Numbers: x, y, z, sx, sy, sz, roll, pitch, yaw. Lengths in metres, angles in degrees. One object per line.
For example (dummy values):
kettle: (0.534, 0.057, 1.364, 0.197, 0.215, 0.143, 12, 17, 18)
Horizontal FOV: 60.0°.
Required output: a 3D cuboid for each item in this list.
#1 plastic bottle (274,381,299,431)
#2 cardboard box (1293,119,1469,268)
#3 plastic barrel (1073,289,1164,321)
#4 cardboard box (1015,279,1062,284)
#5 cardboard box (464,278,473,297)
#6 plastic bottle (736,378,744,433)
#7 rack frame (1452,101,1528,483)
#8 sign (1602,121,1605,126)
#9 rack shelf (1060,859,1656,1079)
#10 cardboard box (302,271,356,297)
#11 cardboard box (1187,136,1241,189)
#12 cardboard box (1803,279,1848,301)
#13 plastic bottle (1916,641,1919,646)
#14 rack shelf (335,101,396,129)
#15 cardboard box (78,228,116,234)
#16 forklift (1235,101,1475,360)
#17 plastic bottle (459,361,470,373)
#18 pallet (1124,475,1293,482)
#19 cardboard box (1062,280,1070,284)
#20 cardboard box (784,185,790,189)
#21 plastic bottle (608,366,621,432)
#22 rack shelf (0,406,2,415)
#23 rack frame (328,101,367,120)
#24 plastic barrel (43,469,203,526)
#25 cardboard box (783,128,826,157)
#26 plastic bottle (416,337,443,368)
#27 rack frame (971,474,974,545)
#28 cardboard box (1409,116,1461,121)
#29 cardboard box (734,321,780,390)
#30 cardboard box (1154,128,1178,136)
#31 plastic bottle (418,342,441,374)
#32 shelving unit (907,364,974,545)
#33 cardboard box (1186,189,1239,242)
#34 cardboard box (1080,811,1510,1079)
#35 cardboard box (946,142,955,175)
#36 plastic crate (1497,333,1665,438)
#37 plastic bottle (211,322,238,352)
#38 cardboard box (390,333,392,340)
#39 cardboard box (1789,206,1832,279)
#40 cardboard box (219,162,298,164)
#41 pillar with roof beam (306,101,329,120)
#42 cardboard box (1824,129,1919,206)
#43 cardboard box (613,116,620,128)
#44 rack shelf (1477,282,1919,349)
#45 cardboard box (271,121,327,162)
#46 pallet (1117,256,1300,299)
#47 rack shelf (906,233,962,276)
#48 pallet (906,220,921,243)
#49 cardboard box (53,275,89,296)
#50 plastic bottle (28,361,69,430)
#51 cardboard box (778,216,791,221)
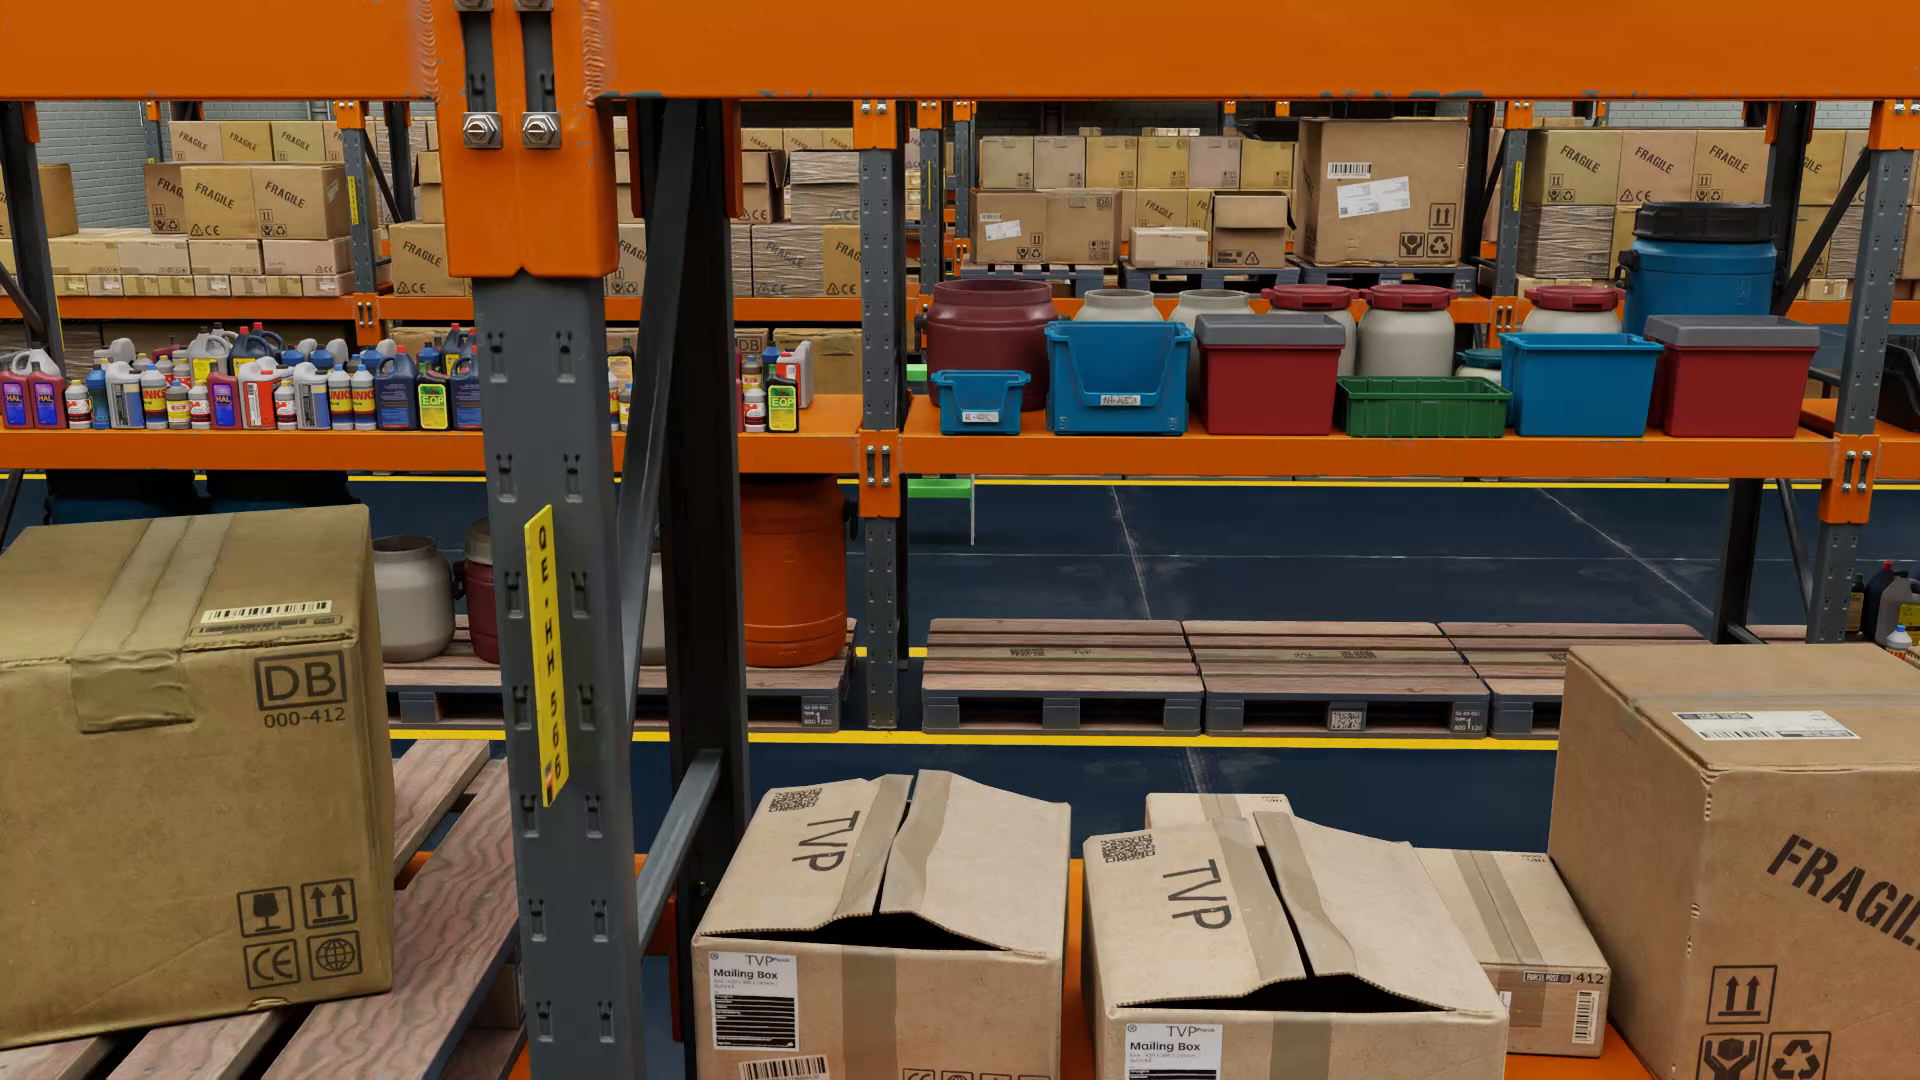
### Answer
plastic bottle: (-2.829, -0.567, 6.998, 0.097, 0.201, 0.097, 0, 15, 0)
cardboard box: (3.010, -2.522, 12.019, 1.000, 1.000, 1.000, 0, 15, 2)
plastic barrel: (0.709, -0.853, 7.473, 0.421, 0.512, 0.421, 0, 15, 0)
cardboard box: (0.636, -2.367, 17.017, 0.750, 0.750, 1.050, 0, 15, 1)
cardboard box: (-3.241, -2.019, 11.915, 0.500, 0.500, 0.500, 0, 15, 2)
plastic bottle: (-0.971, -0.590, 6.924, 0.133, 0.283, 0.061, 0, 15, 1)
rack frame: (3.801, -1.988, 11.995, 0.127, 3.000, 1.000, 0, 15, 1)
sign: (8.018, -5.060, 20.751, 0.005, 0.325, 0.100, 0, 15, 1)
rack shelf: (1.544, 0.873, 2.560, 4.000, 0.370, 1.077, 0, 15, 1)
cardboard box: (-4.510, -1.837, 11.915, 0.250, 0.149, 0.380, 0, 15, 2)
cardboard box: (2.512, -3.792, 16.676, 0.500, 0.500, 0.700, 0, 15, 2)
cardboard box: (6.007, -1.773, 11.671, 0.250, 0.149, 0.380, 0, 15, 1)
plastic bottle: (4.083, 0.530, 7.074, 0.097, 0.201, 0.097, 0, 15, 0)
rack shelf: (-6.196, -3.156, 11.951, 4.000, 0.370, 1.077, 0, 15, 1)
cardboard box: (-6.688, -2.195, 12.491, 0.500, 0.250, 0.500, 0, 15, 0)
forklift: (2.867, -2.568, 14.330, 3.031, 2.935, 1.130, 0, 15, 2)
plastic bottle: (-2.064, -0.634, 7.091, 0.133, 0.283, 0.061, 0, 15, 1)
pallet: (1.799, -0.652, 12.396, 1.213, 0.211, 1.003, 0, 15, 1)
cardboard box: (1.357, -3.465, 21.920, 0.625, 0.372, 0.950, 0, 15, 0)
cardboard box: (-1.765, -3.543, 16.391, 0.250, 0.149, 0.380, 1, 15, 4)
plastic bottle: (-1.475, -0.592, 6.956, 0.097, 0.271, 0.097, 0, 15, 0)
rack shelf: (-6.323, -0.442, 7.546, 4.000, 0.370, 1.077, 0, 15, 1)
rack frame: (-7.942, -4.593, 21.870, 0.127, 3.000, 1.000, 0, 15, 1)
plastic barrel: (-3.780, 0.043, 7.589, 0.708, 0.901, 0.600, 0, 15, 1)
cardboard box: (-1.984, -5.021, 21.335, 0.500, 0.500, 0.500, 0, 15, 1)
plastic bottle: (-2.453, -0.802, 7.730, 0.133, 0.283, 0.061, 0, 15, 1)
rack frame: (0.078, -0.580, 10.185, 0.015, 1.200, 0.240, 0, 15, 1)
cardboard box: (6.023, -5.133, 21.178, 0.500, 0.500, 0.700, 0, 15, 1)
cardboard box: (-1.778, -1.207, 12.378, 0.875, 0.875, 1.225, 0, 15, 2)
cardboard box: (2.622, -5.166, 21.168, 0.250, 0.149, 0.380, 0, 15, -1)
plastic bottle: (-2.437, -0.776, 7.655, 0.097, 0.271, 0.097, 0, 15, 0)
shelving unit: (-0.165, -0.581, 10.191, 0.503, 1.200, 0.258, 0, 15, 1)
cardboard box: (2.489, -3.242, 16.553, 0.500, 0.500, 0.500, 1, 15, 2)
cardboard box: (0.434, 0.611, 2.320, 0.500, 0.311, 0.500, 0, 15, 1)
cardboard box: (-0.333, -6.102, 26.568, 0.500, 0.500, 0.500, 1, 15, 4)
plastic crate: (2.563, -0.645, 6.936, 0.575, 0.384, 0.392, 0, 15, 1)
plastic bottle: (-3.396, -0.831, 7.705, 0.185, 0.351, 0.144, 0, 15, 1)
cardboard box: (-5.664, -2.070, 17.071, 0.250, 0.149, 0.380, 1, 15, 2)
cardboard box: (5.749, -2.158, 11.859, 0.500, 0.500, 0.875, 0, 15, 1)
cardboard box: (-5.161, -2.547, 12.356, 0.500, 0.500, 0.500, 0, 15, 1)
pillar with roof beam: (-10.602, -7.909, 22.679, 0.400, 9.000, 9.100, 0, 15, 1)
cardboard box: (6.243, -2.584, 11.514, 0.500, 0.500, 0.500, 0, 15, 1)
cardboard box: (-4.521, -5.363, 21.360, 0.250, 0.149, 0.380, 1, 15, 3)
rack shelf: (5.800, -1.627, 12.037, 4.000, 0.370, 1.077, 0, 15, 1)
cardboard box: (-6.502, -3.925, 16.596, 0.500, 0.500, 0.500, 0, 15, 0)
pallet: (1.782, -1.919, 12.109, 1.213, 0.211, 1.003, 0, 15, 1)
rack shelf: (-1.970, -2.943, 17.026, 4.000, 0.370, 1.077, 0, 15, 1)
pallet: (-0.686, -3.163, 16.824, 1.003, 0.211, 1.213, 0, 15, 1)
cardboard box: (-6.311, -1.848, 11.959, 0.250, 0.149, 0.380, 0, 15, 0)
plastic bottle: (-3.834, -0.608, 6.995, 0.133, 0.283, 0.061, 0, 15, 1)
cardboard box: (-1.193, -2.138, 12.366, 0.500, 0.500, 0.500, 0, 15, 0)
